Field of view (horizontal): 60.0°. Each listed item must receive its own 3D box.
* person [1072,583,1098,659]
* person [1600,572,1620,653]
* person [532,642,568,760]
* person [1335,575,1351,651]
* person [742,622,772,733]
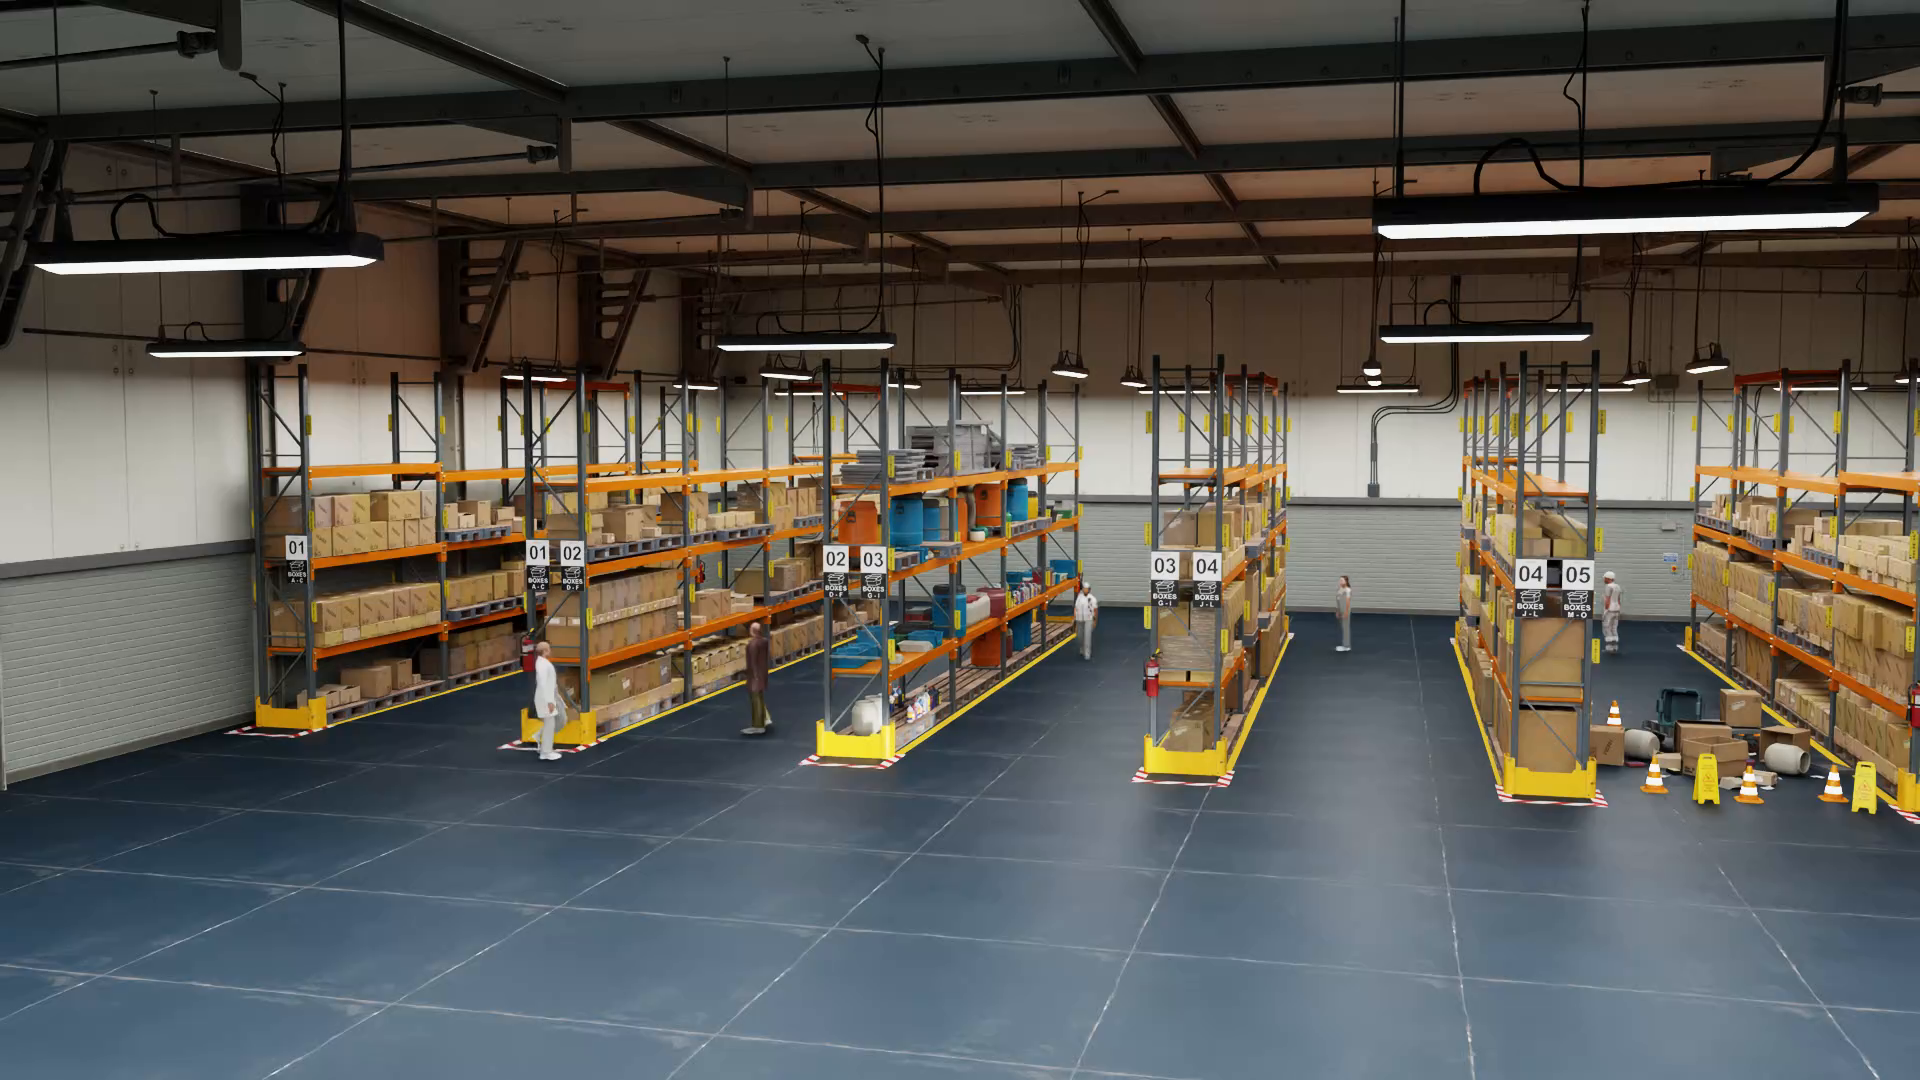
[{"bbox_3d":[2.695,1.733,35.718,0.519,1.601,0.914,1,4,15],"label":"person"},{"bbox_3d":[14.298,1.589,36.573,0.689,1.788,0.389,-3,5,-39],"label":"person"},{"bbox_3d":[-6.196,2.389,24.820,0.573,1.760,0.588,1,4,15],"label":"person"},{"bbox_3d":[8.507,1.618,36.912,0.333,1.674,0.475,0,4,-2],"label":"person"},{"bbox_3d":[-3.318,2.229,27.067,0.432,1.791,0.614,1,4,15],"label":"person"}]
